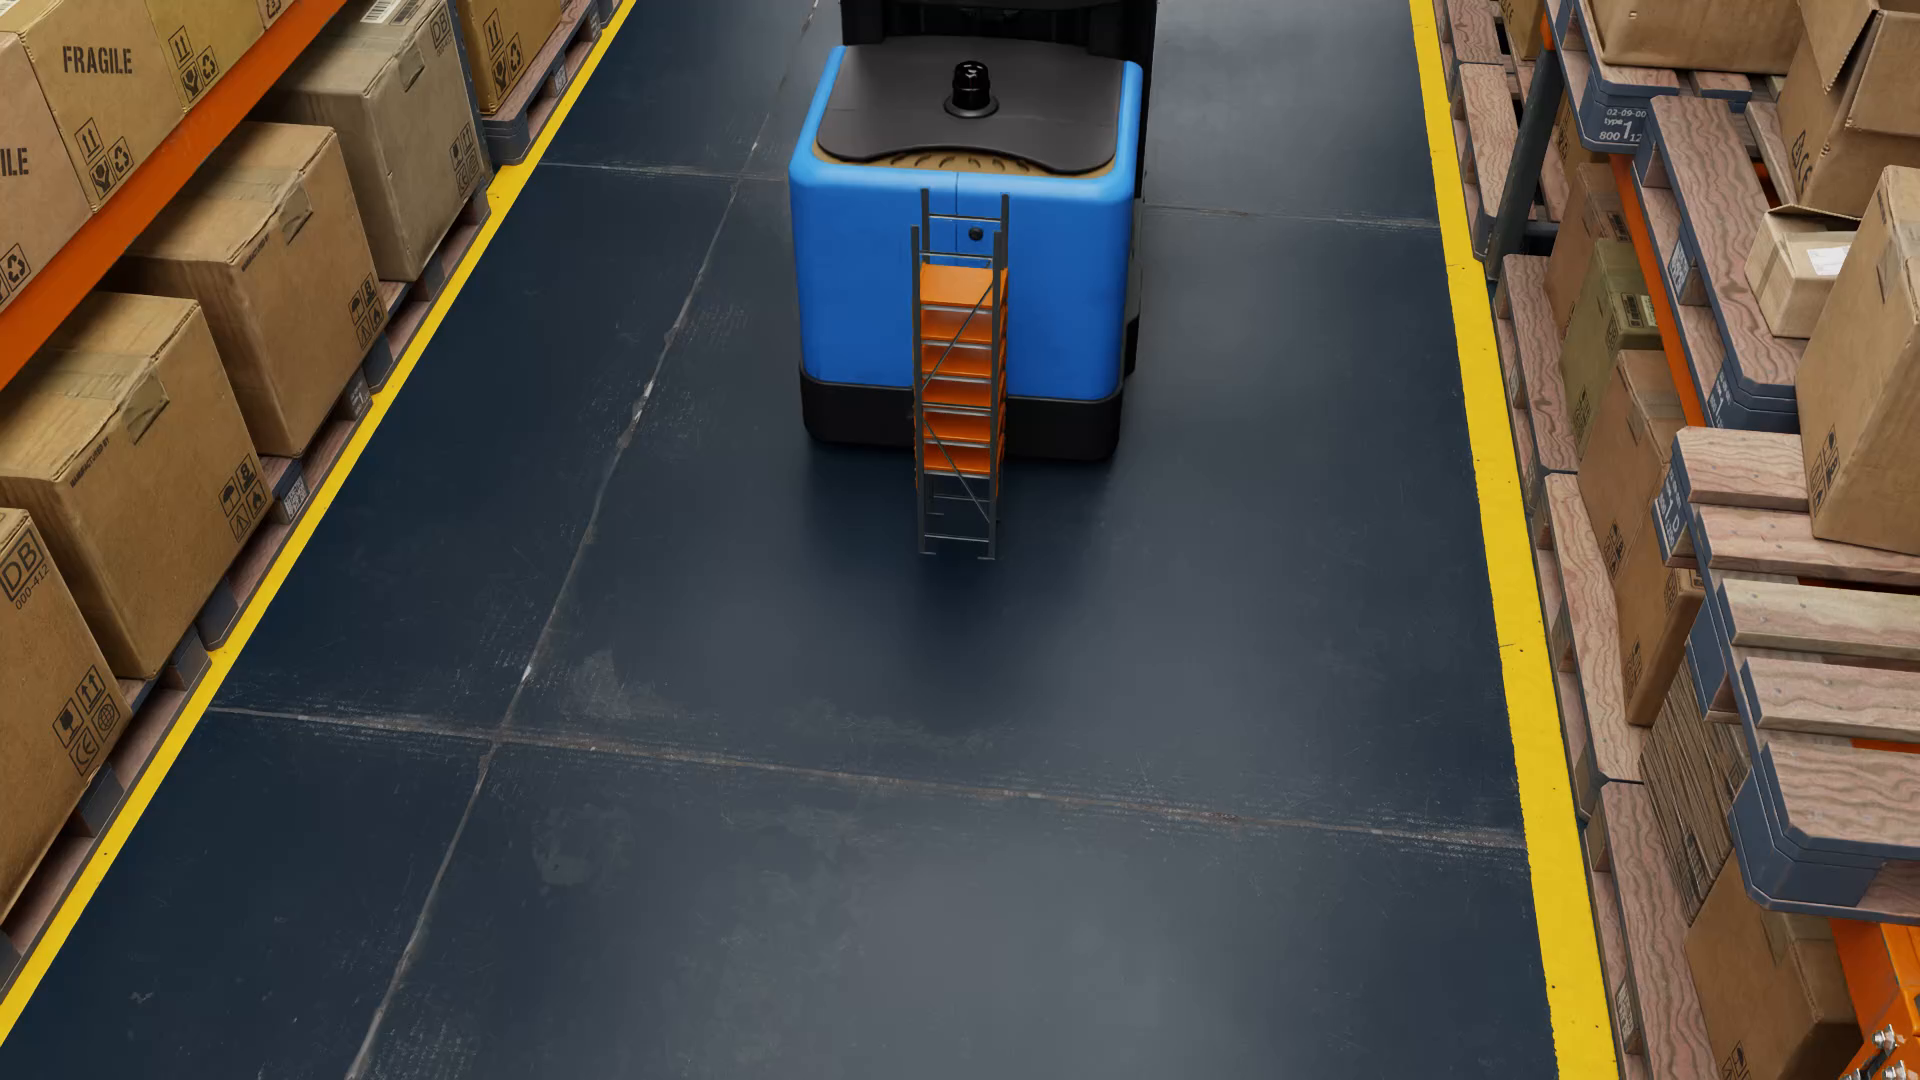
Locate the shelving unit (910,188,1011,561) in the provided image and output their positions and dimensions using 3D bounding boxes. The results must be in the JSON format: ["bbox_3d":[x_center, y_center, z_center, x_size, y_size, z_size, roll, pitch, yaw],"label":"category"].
[{"bbox_3d":[0.002,-0.446,4.848,0.258,1.200,0.189,5,44,6],"label":"shelving unit"}]

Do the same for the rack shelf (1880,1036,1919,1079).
[{"bbox_3d":[1.699,2.293,1.170,1.077,0.370,4.000,5,44,6],"label":"rack shelf"}]

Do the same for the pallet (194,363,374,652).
[{"bbox_3d":[-2.597,-0.198,5.306,1.003,0.211,1.213,5,44,6],"label":"pallet"}]

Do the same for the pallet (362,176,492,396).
[{"bbox_3d":[-2.438,-1.032,6.186,1.003,0.211,1.213,5,44,6],"label":"pallet"}]

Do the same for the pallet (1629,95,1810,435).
[{"bbox_3d":[2.185,-0.615,3.857,1.003,0.211,1.213,5,44,6],"label":"pallet"}]

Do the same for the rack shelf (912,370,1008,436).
[{"bbox_3d":[0.002,-0.413,4.878,0.258,0.103,0.180,5,44,6],"label":"rack shelf"}]

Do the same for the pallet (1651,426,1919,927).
[{"bbox_3d":[1.952,0.243,2.951,1.213,0.211,1.003,5,44,6],"label":"pallet"}]

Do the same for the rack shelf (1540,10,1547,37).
[{"bbox_3d":[2.757,-3.159,6.928,1.077,0.370,4.000,5,44,6],"label":"rack shelf"}]

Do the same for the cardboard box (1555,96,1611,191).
[{"bbox_3d":[2.585,-1.571,6.241,0.500,0.500,0.500,4,44,4],"label":"cardboard box"}]

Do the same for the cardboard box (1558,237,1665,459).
[{"bbox_3d":[2.308,-0.570,5.168,0.700,0.500,0.500,5,44,5],"label":"cardboard box"}]

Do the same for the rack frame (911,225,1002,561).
[{"bbox_3d":[-0.010,-0.383,4.782,0.240,1.200,0.006,5,44,6],"label":"rack frame"}]

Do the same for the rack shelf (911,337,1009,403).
[{"bbox_3d":[0.002,-0.500,4.796,0.258,0.103,0.180,5,44,6],"label":"rack shelf"}]

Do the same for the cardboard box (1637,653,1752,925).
[{"bbox_3d":[2.093,0.579,3.955,0.700,0.500,0.500,2,43,2],"label":"cardboard box"}]

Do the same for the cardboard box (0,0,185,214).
[{"bbox_3d":[-2.413,-1.199,4.262,0.500,0.500,0.500,5,44,5],"label":"cardboard box"}]

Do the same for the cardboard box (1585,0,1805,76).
[{"bbox_3d":[2.249,-1.899,4.332,1.000,1.000,1.000,6,44,6],"label":"cardboard box"}]

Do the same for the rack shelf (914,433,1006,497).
[{"bbox_3d":[0.002,-0.239,5.043,0.258,0.103,0.180,5,44,6],"label":"rack shelf"}]

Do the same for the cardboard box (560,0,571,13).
[{"bbox_3d":[-2.143,-2.995,7.472,0.875,0.875,0.875,6,44,6],"label":"cardboard box"}]

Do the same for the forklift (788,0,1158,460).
[{"bbox_3d":[0.162,-2.339,5.588,1.130,2.935,3.031,5,44,5],"label":"forklift"}]

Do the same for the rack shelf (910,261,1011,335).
[{"bbox_3d":[0.002,-0.675,4.631,0.258,0.103,0.180,5,44,6],"label":"rack shelf"}]

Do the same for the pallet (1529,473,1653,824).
[{"bbox_3d":[2.232,0.320,4.759,1.003,0.211,1.213,5,44,6],"label":"pallet"}]

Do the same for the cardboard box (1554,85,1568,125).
[{"bbox_3d":[2.653,-1.962,6.653,0.500,0.500,0.500,19,46,19],"label":"cardboard box"}]

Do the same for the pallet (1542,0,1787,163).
[{"bbox_3d":[2.247,-1.480,4.771,1.003,0.211,1.213,5,44,6],"label":"pallet"}]

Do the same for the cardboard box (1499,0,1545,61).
[{"bbox_3d":[2.658,-2.393,7.108,0.500,0.500,0.500,2,43,2],"label":"cardboard box"}]

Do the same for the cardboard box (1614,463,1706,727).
[{"bbox_3d":[2.161,0.192,4.364,0.700,0.500,0.500,9,44,9],"label":"cardboard box"}]

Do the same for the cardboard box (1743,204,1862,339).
[{"bbox_3d":[1.917,-0.596,3.490,0.396,0.266,0.258,4,44,4],"label":"cardboard box"}]

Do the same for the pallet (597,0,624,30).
[{"bbox_3d":[-2.074,-2.910,8.169,1.003,0.211,1.213,5,44,6],"label":"pallet"}]

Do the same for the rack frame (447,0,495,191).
[{"bbox_3d":[-2.410,-2.577,5.790,1.000,3.000,0.127,5,44,6],"label":"rack frame"}]

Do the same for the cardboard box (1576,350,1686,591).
[{"bbox_3d":[2.235,-0.188,4.765,0.700,0.500,0.500,2,43,2],"label":"cardboard box"}]

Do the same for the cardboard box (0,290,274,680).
[{"bbox_3d":[-2.657,-0.190,4.600,1.050,0.750,0.750,6,44,6],"label":"cardboard box"}]

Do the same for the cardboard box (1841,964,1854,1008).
[{"bbox_3d":[2.023,0.685,3.298,0.500,0.250,0.500,7,44,7],"label":"cardboard box"}]

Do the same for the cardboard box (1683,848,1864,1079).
[{"bbox_3d":[2.033,0.958,3.555,0.700,0.500,0.500,3,44,3],"label":"cardboard box"}]

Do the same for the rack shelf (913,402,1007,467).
[{"bbox_3d":[0.002,-0.326,4.961,0.258,0.103,0.180,5,44,6],"label":"rack shelf"}]

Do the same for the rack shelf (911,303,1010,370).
[{"bbox_3d":[0.002,-0.588,4.713,0.258,0.103,0.180,5,44,6],"label":"rack shelf"}]

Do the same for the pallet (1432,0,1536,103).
[{"bbox_3d":[2.705,-2.340,7.568,1.003,0.211,1.213,5,44,6],"label":"pallet"}]

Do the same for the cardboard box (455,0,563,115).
[{"bbox_3d":[-2.258,-2.381,6.822,0.875,0.875,0.875,6,44,6],"label":"cardboard box"}]

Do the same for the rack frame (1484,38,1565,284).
[{"bbox_3d":[2.493,-2.058,5.241,1.000,3.000,0.127,5,44,6],"label":"rack frame"}]

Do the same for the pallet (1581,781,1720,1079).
[{"bbox_3d":[2.069,1.149,3.883,1.003,0.211,1.213,5,44,6],"label":"pallet"}]

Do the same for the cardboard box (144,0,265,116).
[{"bbox_3d":[-2.348,-1.545,4.627,0.500,0.500,0.500,6,44,6],"label":"cardboard box"}]

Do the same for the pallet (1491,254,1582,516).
[{"bbox_3d":[2.391,-0.514,5.640,1.003,0.211,1.213,5,44,6],"label":"pallet"}]

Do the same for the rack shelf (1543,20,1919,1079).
[{"bbox_3d":[2.228,-0.433,4.049,1.077,0.370,4.000,5,44,6],"label":"rack shelf"}]

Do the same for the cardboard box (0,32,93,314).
[{"bbox_3d":[-2.481,-0.859,3.903,0.500,0.500,0.500,5,44,5],"label":"cardboard box"}]

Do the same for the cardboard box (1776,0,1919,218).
[{"bbox_3d":[2.355,-1.058,3.805,0.797,0.503,0.637,9,44,10],"label":"cardboard box"}]

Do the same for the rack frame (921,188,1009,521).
[{"bbox_3d":[0.014,-0.508,4.914,0.240,1.200,0.006,5,44,6],"label":"rack frame"}]

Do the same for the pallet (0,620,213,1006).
[{"bbox_3d":[-2.760,0.631,4.430,1.003,0.211,1.213,5,44,6],"label":"pallet"}]

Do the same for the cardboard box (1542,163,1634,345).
[{"bbox_3d":[2.390,-0.893,5.510,0.700,0.500,0.500,2,43,2],"label":"cardboard box"}]

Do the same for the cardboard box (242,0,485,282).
[{"bbox_3d":[-2.403,-1.482,5.964,1.050,0.750,0.750,5,44,5],"label":"cardboard box"}]

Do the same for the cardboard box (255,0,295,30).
[{"bbox_3d":[-2.281,-1.889,4.991,0.500,0.500,0.500,5,44,5],"label":"cardboard box"}]

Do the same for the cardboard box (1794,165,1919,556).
[{"bbox_3d":[1.970,-0.281,2.987,0.700,0.500,0.500,11,45,12],"label":"cardboard box"}]

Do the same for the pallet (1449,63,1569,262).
[{"bbox_3d":[2.546,-1.506,6.687,1.003,0.211,1.213,5,44,6],"label":"pallet"}]

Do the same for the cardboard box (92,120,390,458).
[{"bbox_3d":[-2.535,-0.825,5.270,1.050,0.750,0.750,5,44,6],"label":"cardboard box"}]

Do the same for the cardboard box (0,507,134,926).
[{"bbox_3d":[-2.770,0.406,3.970,1.050,0.750,0.750,5,44,5],"label":"cardboard box"}]

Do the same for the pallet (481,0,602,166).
[{"bbox_3d":[-2.232,-2.076,7.289,1.003,0.211,1.213,5,44,6],"label":"pallet"}]
